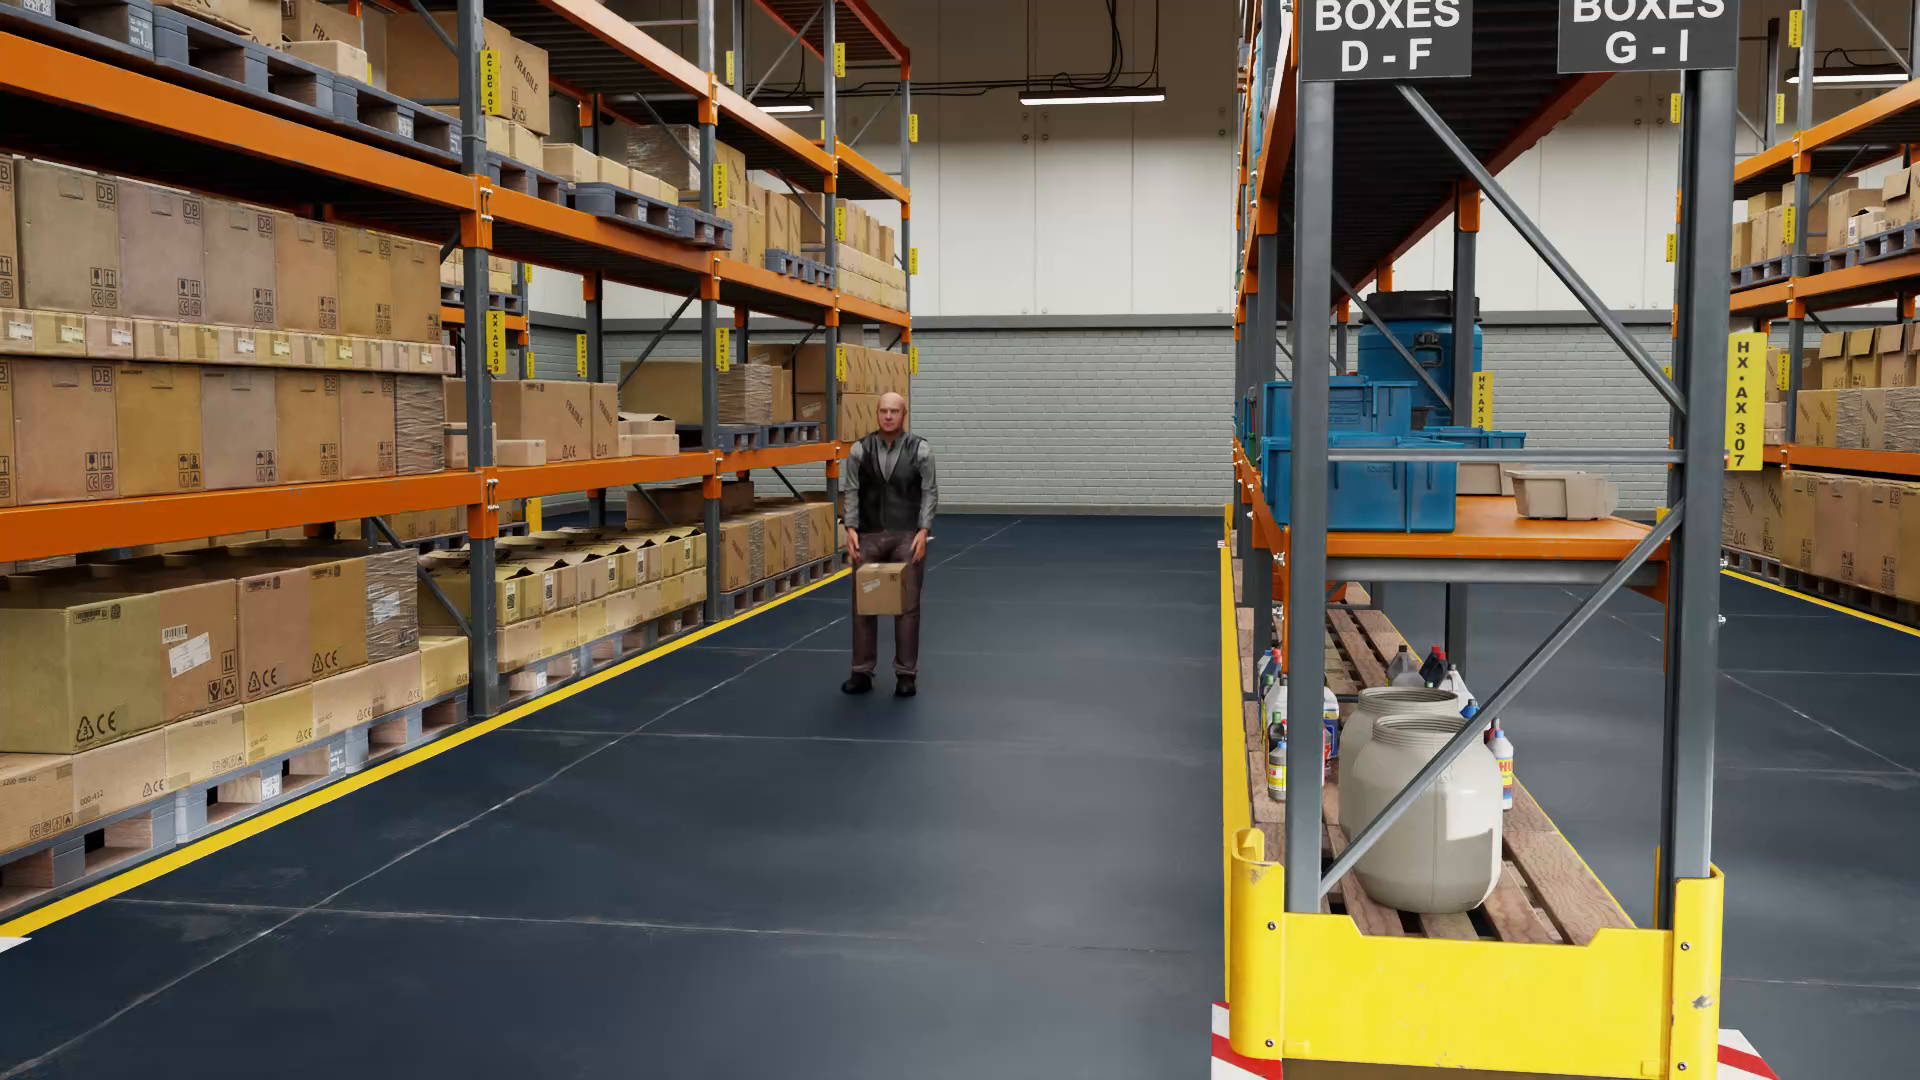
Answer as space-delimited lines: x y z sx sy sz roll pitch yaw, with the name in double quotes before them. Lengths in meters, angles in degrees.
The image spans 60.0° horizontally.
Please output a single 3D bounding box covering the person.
"person" -0.404 0.012 9.604 0.556 1.726 0.471 1 4 7
